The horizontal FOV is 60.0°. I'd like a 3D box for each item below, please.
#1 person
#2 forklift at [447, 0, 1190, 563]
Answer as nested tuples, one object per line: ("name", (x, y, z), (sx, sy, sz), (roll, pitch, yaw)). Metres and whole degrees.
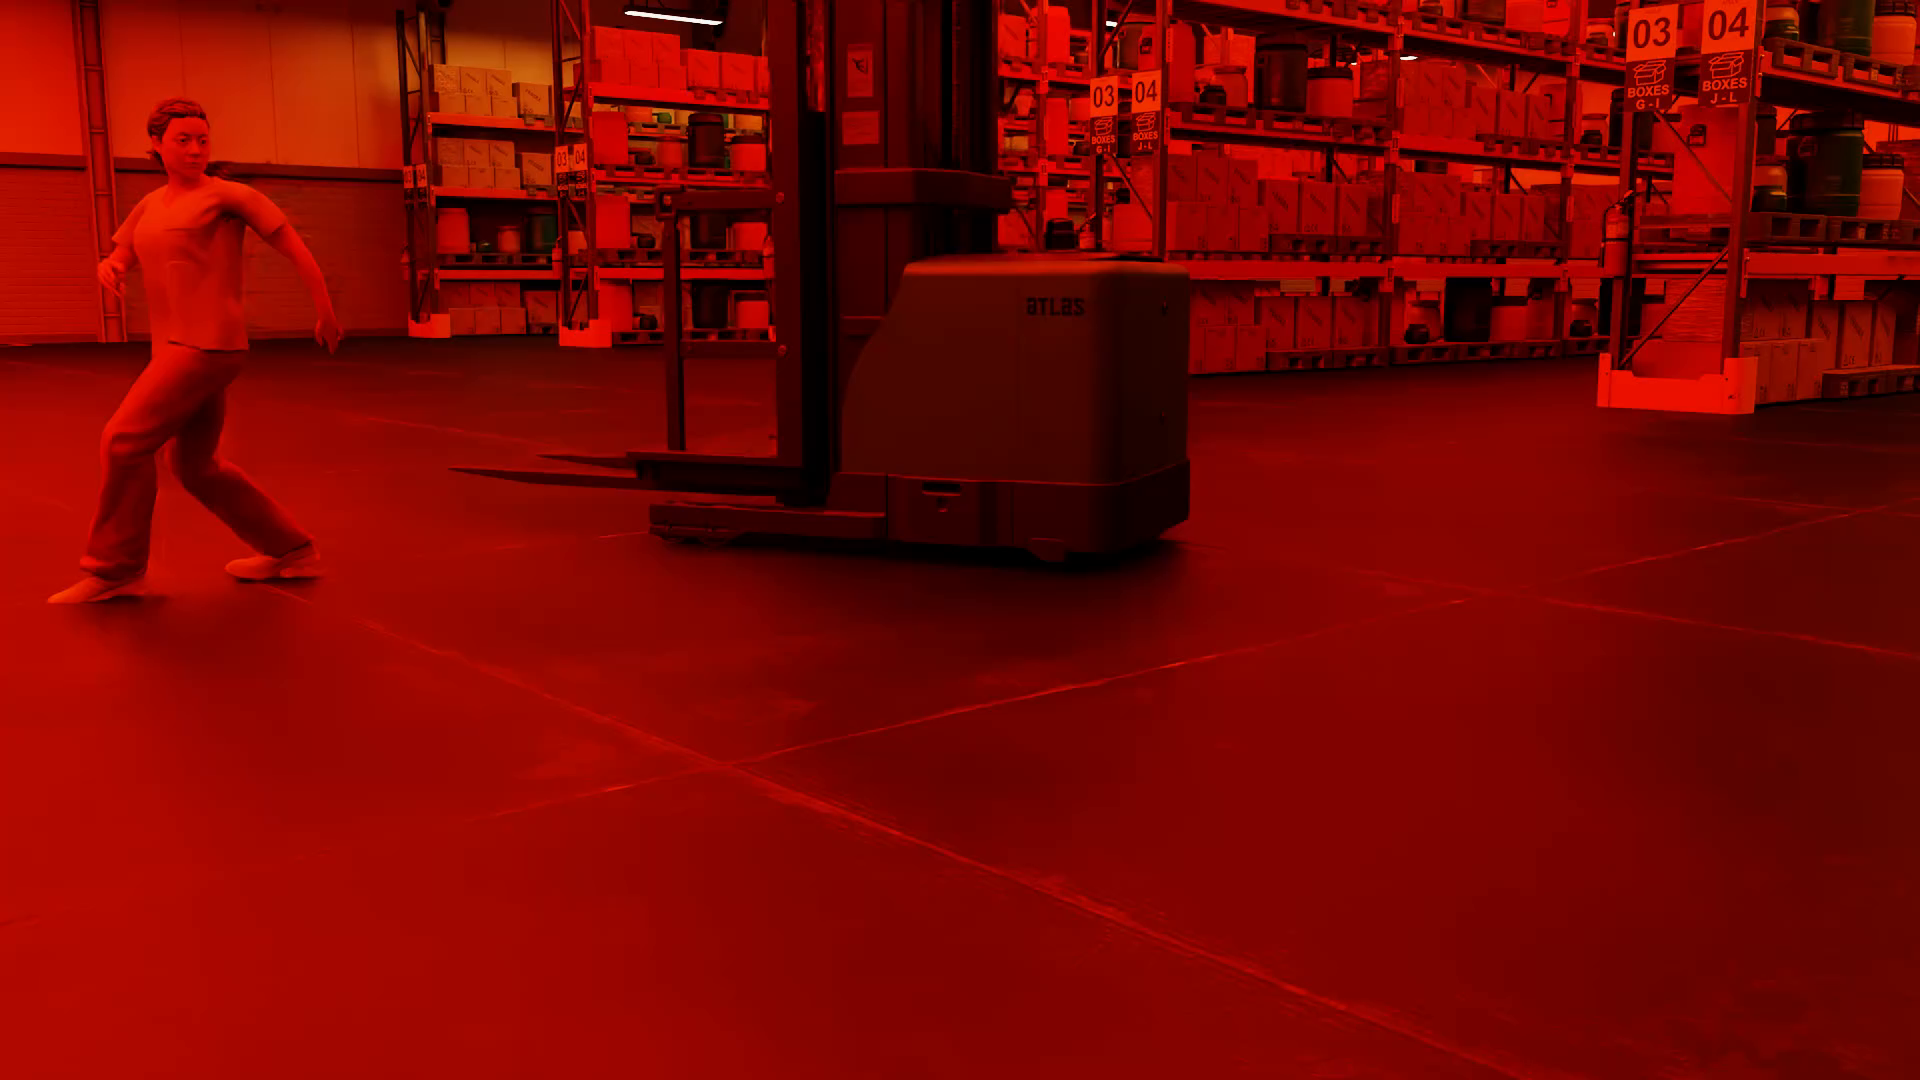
("person", (-2.518, -0.614, 5.403), (0.471, 1.616, 0.917), (9, 12, 44))
("forklift", (-0.655, -1.490, 6.586), (3.031, 2.935, 1.130), (4, 10, 23))
